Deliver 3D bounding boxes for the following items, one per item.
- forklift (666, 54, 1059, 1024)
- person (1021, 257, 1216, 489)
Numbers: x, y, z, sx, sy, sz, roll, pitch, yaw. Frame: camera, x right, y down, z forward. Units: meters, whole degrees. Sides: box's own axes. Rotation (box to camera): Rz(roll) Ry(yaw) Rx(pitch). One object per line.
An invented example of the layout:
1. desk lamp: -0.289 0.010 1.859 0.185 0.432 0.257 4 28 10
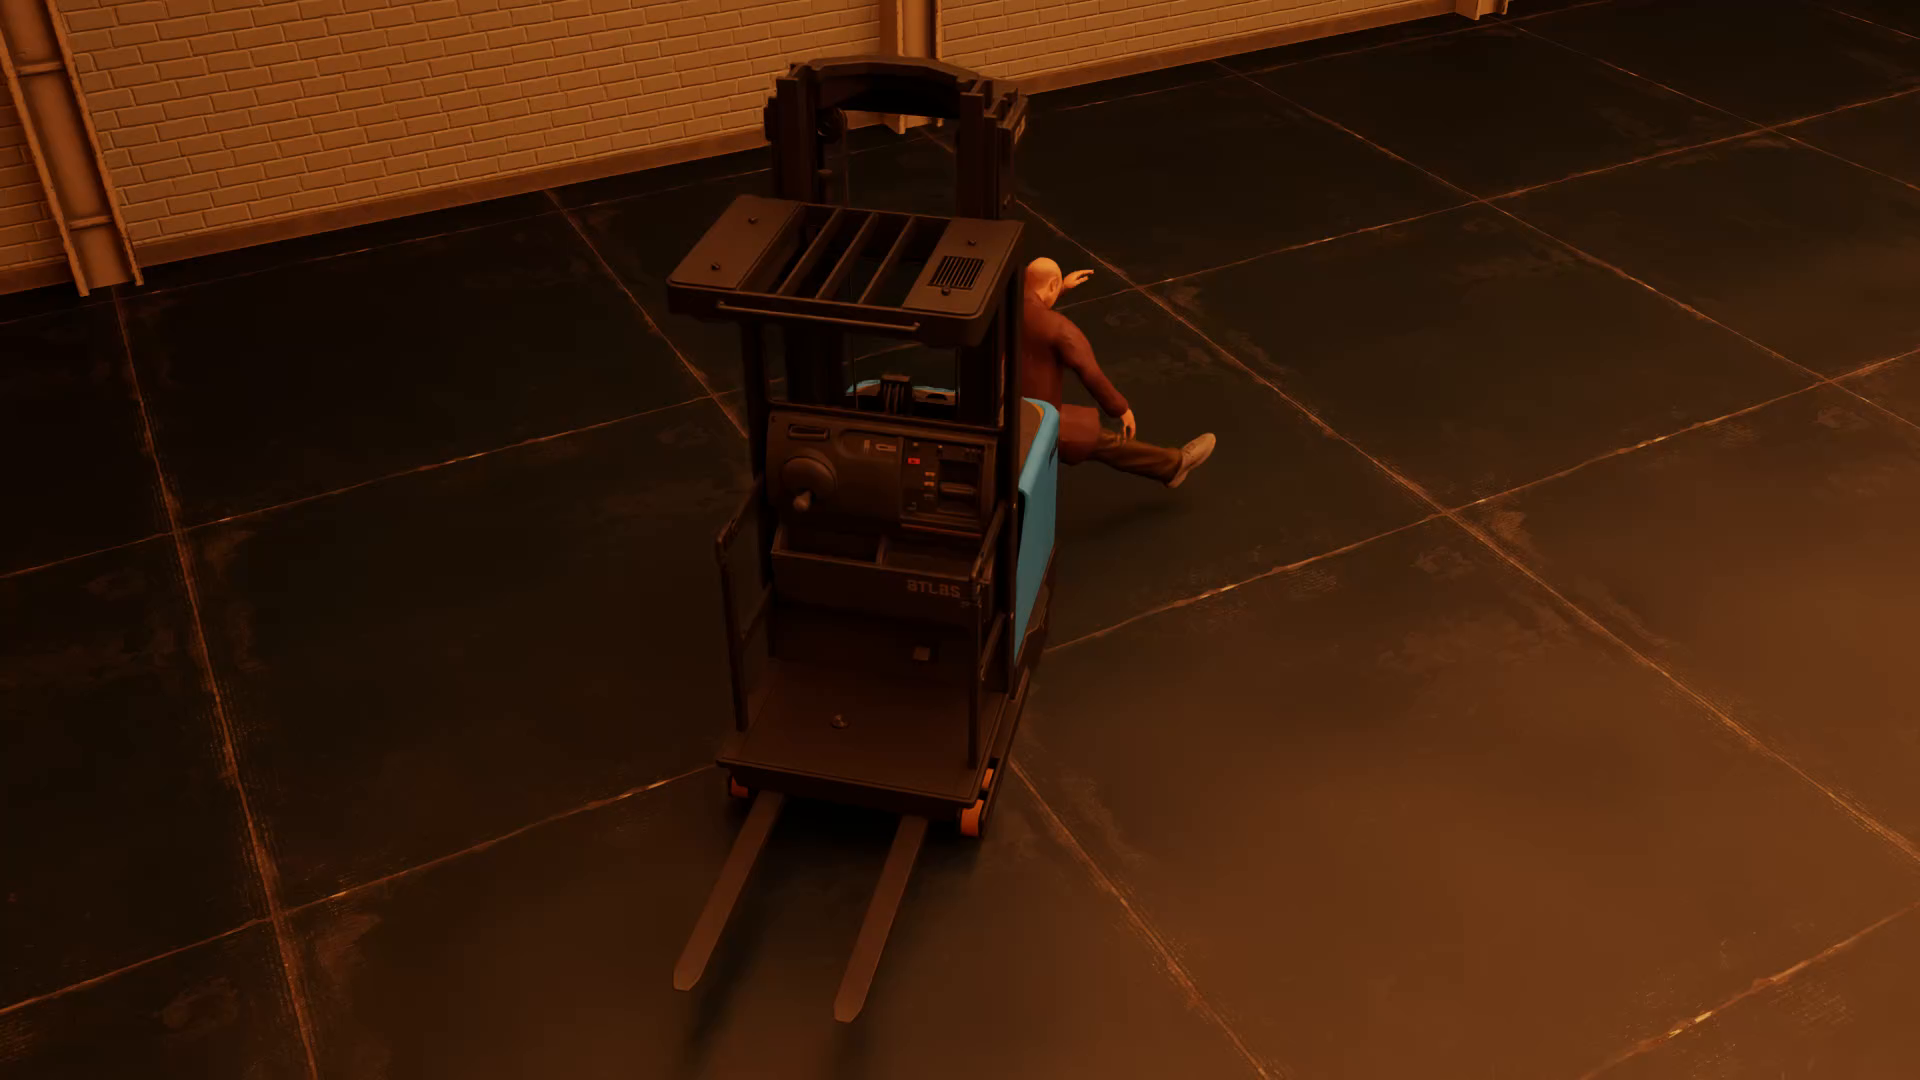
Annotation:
1. forklift: -0.363 -0.204 6.412 1.130 2.935 3.031 8 36 11
2. person: 0.550 -0.808 8.614 1.261 1.416 1.059 -24 42 -30
